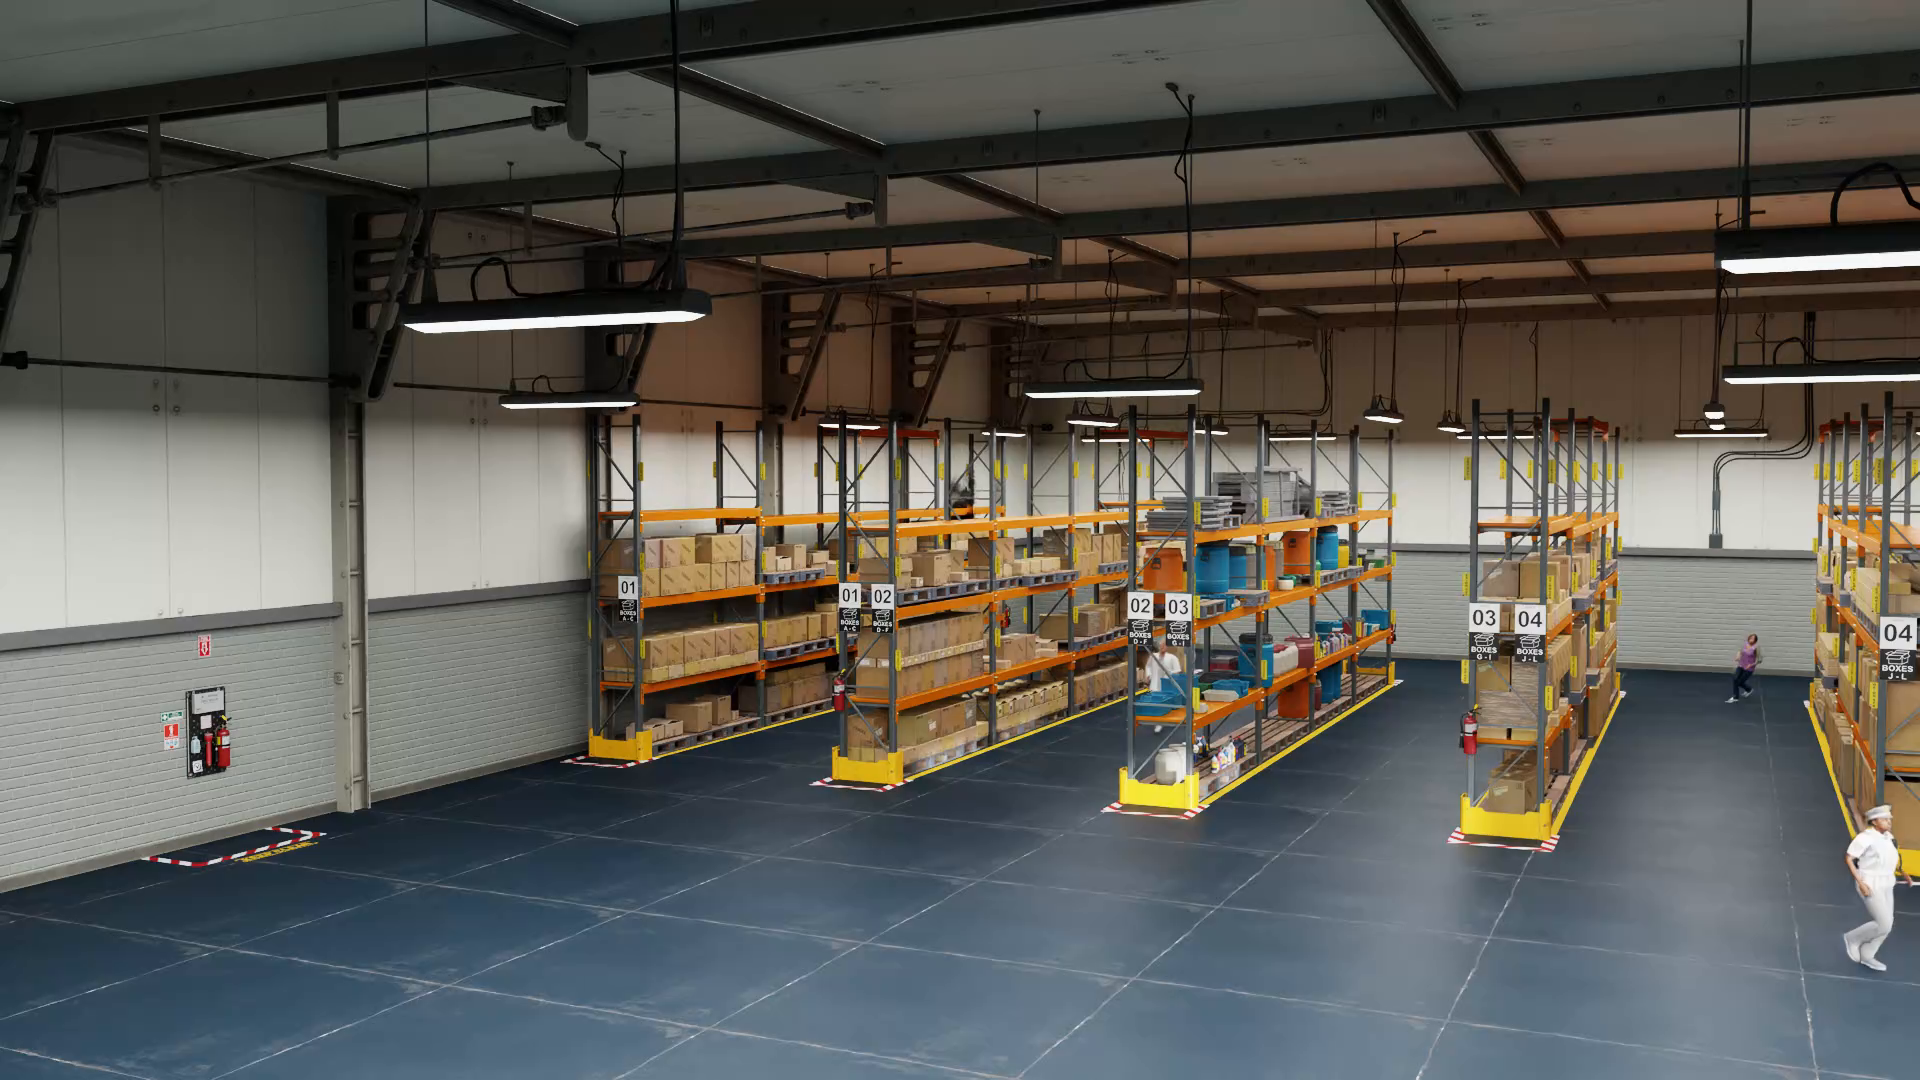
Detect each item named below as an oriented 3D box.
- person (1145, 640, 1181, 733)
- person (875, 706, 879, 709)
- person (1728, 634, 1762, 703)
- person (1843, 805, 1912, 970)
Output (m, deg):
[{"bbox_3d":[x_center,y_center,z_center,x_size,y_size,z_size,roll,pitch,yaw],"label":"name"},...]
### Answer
[{"bbox_3d":[3.895,2.927,32.071,0.720,1.508,0.912,1,2,17],"label":"person"},{"bbox_3d":[-1.390,2.864,31.796,0.580,1.727,0.740,0,2,11],"label":"person"},{"bbox_3d":[17.047,2.786,35.955,0.604,1.505,0.599,-1,3,-29],"label":"person"},{"bbox_3d":[9.247,3.484,16.738,0.590,1.667,0.550,-1,3,-28],"label":"person"}]
